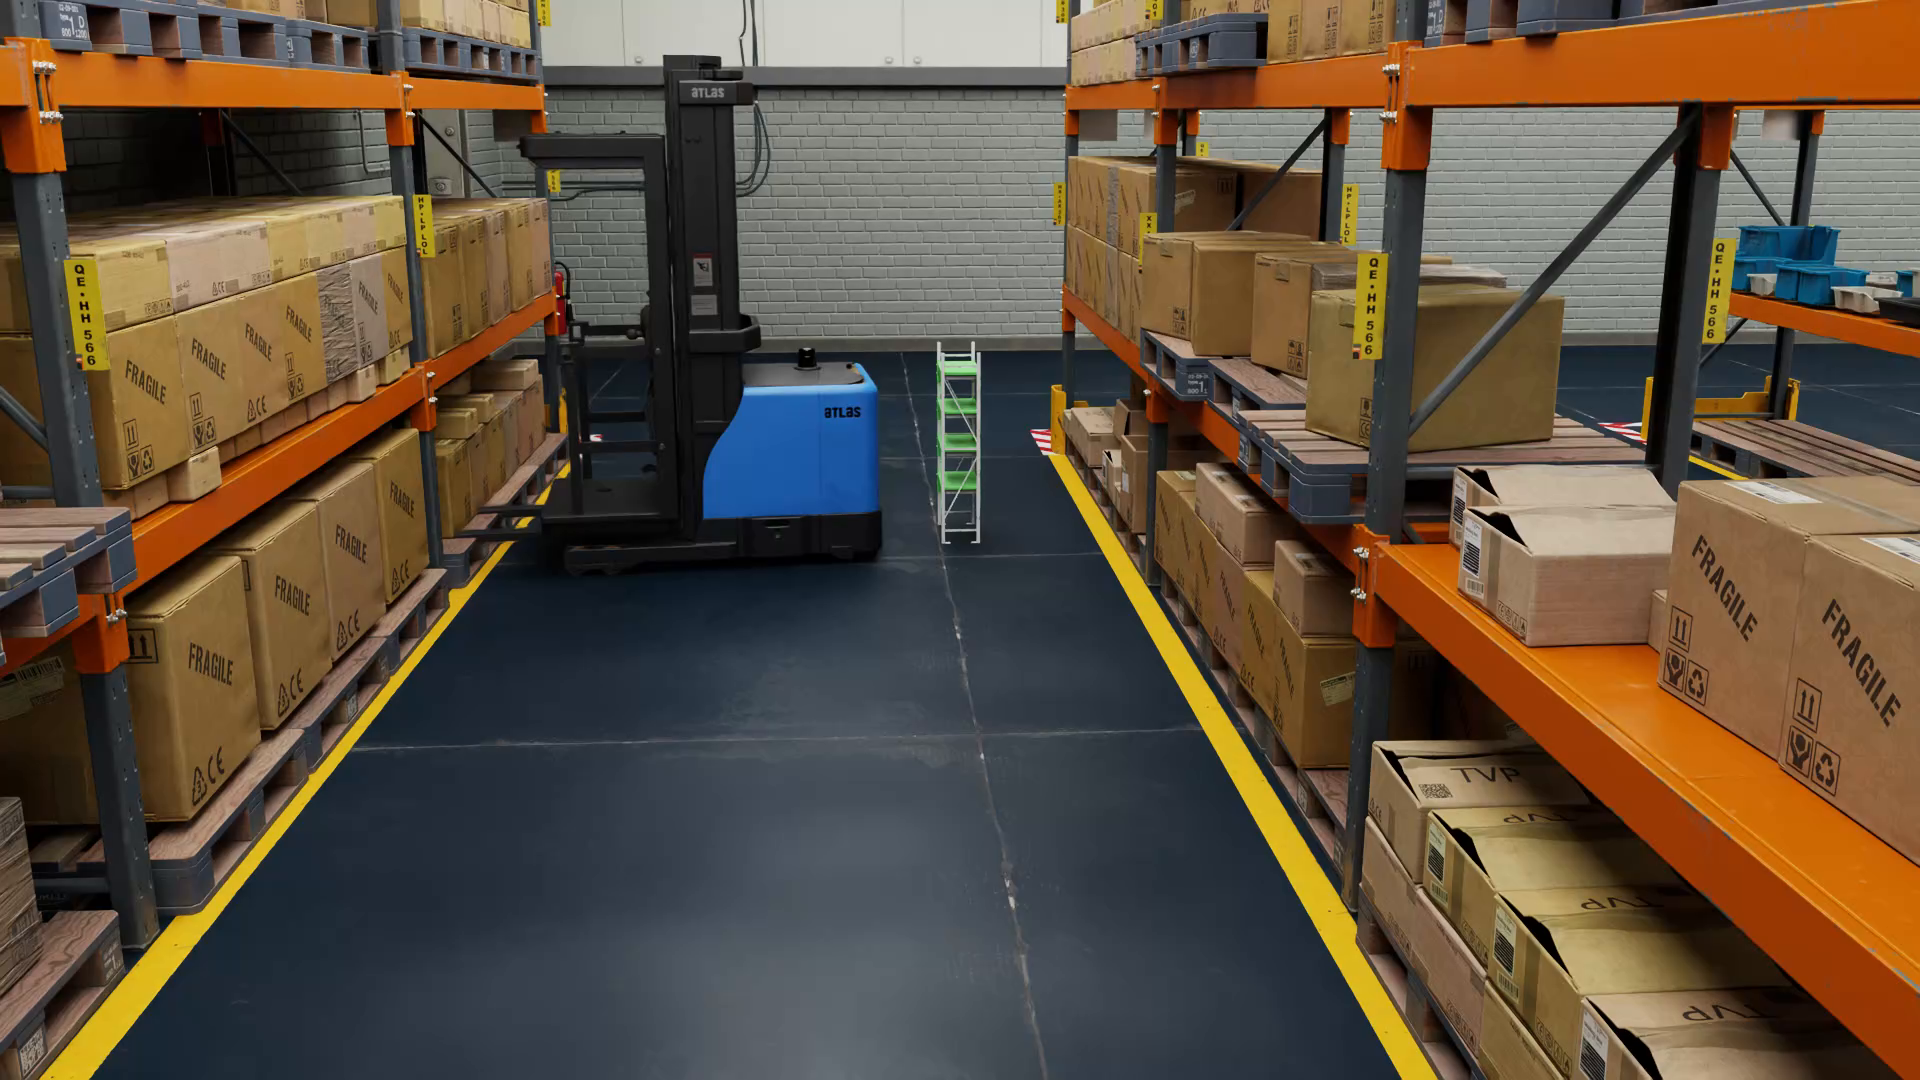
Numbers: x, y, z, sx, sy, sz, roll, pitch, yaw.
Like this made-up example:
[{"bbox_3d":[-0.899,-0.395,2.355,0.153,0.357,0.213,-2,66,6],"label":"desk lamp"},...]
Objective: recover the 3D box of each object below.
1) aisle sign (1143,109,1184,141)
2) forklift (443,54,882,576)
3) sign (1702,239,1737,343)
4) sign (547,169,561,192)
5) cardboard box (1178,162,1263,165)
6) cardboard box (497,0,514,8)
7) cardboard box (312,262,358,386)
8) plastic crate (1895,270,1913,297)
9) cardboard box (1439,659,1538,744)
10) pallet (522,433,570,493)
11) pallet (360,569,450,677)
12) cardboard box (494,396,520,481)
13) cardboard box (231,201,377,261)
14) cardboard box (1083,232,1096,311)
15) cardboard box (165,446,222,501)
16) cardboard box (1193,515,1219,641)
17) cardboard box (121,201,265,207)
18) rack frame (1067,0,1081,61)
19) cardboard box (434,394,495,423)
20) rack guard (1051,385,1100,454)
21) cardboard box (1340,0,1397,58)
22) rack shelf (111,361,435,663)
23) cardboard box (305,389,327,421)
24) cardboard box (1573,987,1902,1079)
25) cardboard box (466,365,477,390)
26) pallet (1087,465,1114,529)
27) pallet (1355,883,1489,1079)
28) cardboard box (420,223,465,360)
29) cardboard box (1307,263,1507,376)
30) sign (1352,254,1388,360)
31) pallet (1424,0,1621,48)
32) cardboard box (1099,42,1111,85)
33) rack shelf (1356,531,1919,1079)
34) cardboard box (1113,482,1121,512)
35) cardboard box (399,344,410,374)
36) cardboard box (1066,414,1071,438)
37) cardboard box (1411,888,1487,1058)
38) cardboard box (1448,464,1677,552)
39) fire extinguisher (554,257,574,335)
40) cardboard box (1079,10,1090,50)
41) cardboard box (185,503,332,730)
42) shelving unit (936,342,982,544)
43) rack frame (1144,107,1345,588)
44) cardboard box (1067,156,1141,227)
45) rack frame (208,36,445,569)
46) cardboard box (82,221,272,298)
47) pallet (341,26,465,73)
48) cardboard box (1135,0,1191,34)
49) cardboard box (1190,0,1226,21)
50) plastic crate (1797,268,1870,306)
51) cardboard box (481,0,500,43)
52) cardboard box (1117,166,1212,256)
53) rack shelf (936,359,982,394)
[{"bbox_3d":[1.619,-3.480,12.813,0.394,0.787,0.004,-1,14,-3],"label":"aisle sign"},{"bbox_3d":[-2.035,-1.353,9.902,3.031,2.935,1.130,-2,15,-9],"label":"forklift"},{"bbox_3d":[2.367,-0.779,5.213,0.100,0.325,0.005,-1,14,-3],"label":"sign"},{"bbox_3d":[-3.084,-2.802,12.598,0.100,0.325,0.005,-1,14,-3],"label":"sign"},{"bbox_3d":[1.720,-2.243,11.017,0.500,0.500,0.500,0,14,-2],"label":"cardboard box"},{"bbox_3d":[-3.289,-3.814,11.063,0.500,0.500,0.500,0,14,-2],"label":"cardboard box"},{"bbox_3d":[-3.034,-0.966,7.424,0.500,0.500,0.500,-1,14,-3],"label":"cardboard box"},{"bbox_3d":[6.645,-1.716,11.390,0.416,0.233,0.300,-1,14,-3],"label":"plastic crate"},{"bbox_3d":[2.070,0.671,6.034,0.500,0.500,0.500,0,14,-1],"label":"cardboard box"},{"bbox_3d":[-3.499,-0.573,12.332,1.003,0.211,1.213,-1,14,-3],"label":"pallet"},{"bbox_3d":[-3.256,0.414,8.492,1.003,0.211,1.213,-1,14,-3],"label":"pallet"},{"bbox_3d":[-3.420,-0.692,11.371,0.700,0.500,0.500,-1,14,-5],"label":"cardboard box"},{"bbox_3d":[-3.072,-1.453,7.809,0.500,0.250,0.500,-1,14,-2],"label":"cardboard box"},{"bbox_3d":[1.147,-1.880,11.612,0.500,0.500,0.500,-1,14,-4],"label":"cardboard box"},{"bbox_3d":[-2.859,-0.236,5.886,0.380,0.149,0.250,0,14,-2],"label":"cardboard box"},{"bbox_3d":[1.420,0.174,7.963,0.500,0.500,0.500,-1,14,-3],"label":"cardboard box"},{"bbox_3d":[-3.571,-1.444,7.775,0.500,0.250,0.500,-1,14,-3],"label":"cardboard box"},{"bbox_3d":[1.317,-5.104,12.306,1.000,3.000,0.127,-1,14,-3],"label":"rack frame"},{"bbox_3d":[-3.194,-0.839,10.640,0.380,0.149,0.250,-1,14,-5],"label":"cardboard box"},{"bbox_3d":[1.322,-0.969,13.291,1.175,0.500,0.348,-1,14,-3],"label":"rack guard"},{"bbox_3d":[1.752,-1.818,5.354,0.910,0.500,0.500,-1,14,-3],"label":"cardboard box"},{"bbox_3d":[-3.255,-0.281,7.042,1.077,0.370,4.000,-1,14,-3],"label":"rack shelf"},{"bbox_3d":[-3.040,-0.618,7.374,0.380,0.149,0.250,-1,14,-5],"label":"cardboard box"},{"bbox_3d":[1.655,1.167,3.520,0.500,0.311,0.500,-1,14,-4],"label":"cardboard box"},{"bbox_3d":[-3.658,-1.158,11.879,0.380,0.149,0.250,-1,14,-3],"label":"cardboard box"},{"bbox_3d":[1.445,-0.329,11.380,1.003,0.211,1.213,-1,14,-3],"label":"pallet"},{"bbox_3d":[1.825,1.346,4.870,1.003,0.211,1.213,-1,14,-3],"label":"pallet"},{"bbox_3d":[-3.396,-1.407,9.374,0.980,0.700,0.700,-1,14,-3],"label":"cardboard box"},{"bbox_3d":[1.796,-0.846,6.753,0.700,0.500,0.500,2,15,7],"label":"cardboard box"},{"bbox_3d":[1.272,-0.721,5.144,0.100,0.325,0.005,-1,14,-3],"label":"sign"},{"bbox_3d":[1.944,-1.403,4.319,1.213,0.211,1.003,0,14,-1],"label":"pallet"},{"bbox_3d":[1.184,-3.074,10.736,0.500,0.250,0.500,-1,14,-3],"label":"cardboard box"},{"bbox_3d":[1.937,0.636,3.477,1.077,0.370,4.000,-1,14,-3],"label":"rack shelf"},{"bbox_3d":[1.164,-0.266,10.380,0.380,0.149,0.250,-1,14,-3],"label":"cardboard box"},{"bbox_3d":[-3.075,-0.935,8.605,0.380,0.149,0.250,-1,14,-3],"label":"cardboard box"},{"bbox_3d":[1.016,-0.868,12.684,0.380,0.166,0.250,-1,14,-3],"label":"cardboard box"},{"bbox_3d":[1.584,1.179,4.601,0.500,0.250,0.500,-1,14,-5],"label":"cardboard box"},{"bbox_3d":[1.792,-0.075,4.977,0.500,0.311,0.500,0,14,0],"label":"cardboard box"},{"bbox_3d":[-3.175,-1.948,12.982,0.296,0.674,0.183,-1,14,-3],"label":"fire extinguisher"},{"bbox_3d":[1.113,-3.565,11.640,0.500,0.250,0.500,-1,14,-3],"label":"cardboard box"},{"bbox_3d":[-3.093,0.303,6.801,0.750,0.750,0.750,-1,14,-4],"label":"cardboard box"},{"bbox_3d":[-0.010,-0.622,10.537,0.258,1.200,0.503,-1,14,-3],"label":"shelving unit"},{"bbox_3d":[1.565,-1.204,9.187,1.000,3.000,0.127,-1,14,-3],"label":"rack frame"},{"bbox_3d":[1.082,-2.617,12.471,0.500,0.500,0.500,0,14,-2],"label":"cardboard box"},{"bbox_3d":[-3.379,-1.127,8.886,1.000,3.000,0.127,-1,14,-3],"label":"rack frame"},{"bbox_3d":[-2.971,-1.072,6.331,0.500,0.250,0.500,-1,14,-3],"label":"cardboard box"},{"bbox_3d":[-3.419,-2.740,9.315,1.003,0.211,1.213,-1,14,-3],"label":"pallet"},{"bbox_3d":[1.264,-2.943,9.223,0.500,0.250,0.500,-1,14,-3],"label":"cardboard box"},{"bbox_3d":[1.523,-2.831,8.244,0.600,0.600,0.600,-2,15,-9],"label":"cardboard box"},{"bbox_3d":[6.048,-1.754,11.539,0.416,0.233,0.300,-1,14,-3],"label":"plastic crate"},{"bbox_3d":[-3.246,-3.317,10.635,0.500,0.250,0.500,-1,14,-5],"label":"cardboard box"},{"bbox_3d":[1.241,-1.986,10.018,0.500,0.500,0.500,-1,14,-5],"label":"cardboard box"},{"bbox_3d":[-0.010,-1.025,10.433,0.258,0.148,0.480,-1,14,-3],"label":"rack shelf"}]
